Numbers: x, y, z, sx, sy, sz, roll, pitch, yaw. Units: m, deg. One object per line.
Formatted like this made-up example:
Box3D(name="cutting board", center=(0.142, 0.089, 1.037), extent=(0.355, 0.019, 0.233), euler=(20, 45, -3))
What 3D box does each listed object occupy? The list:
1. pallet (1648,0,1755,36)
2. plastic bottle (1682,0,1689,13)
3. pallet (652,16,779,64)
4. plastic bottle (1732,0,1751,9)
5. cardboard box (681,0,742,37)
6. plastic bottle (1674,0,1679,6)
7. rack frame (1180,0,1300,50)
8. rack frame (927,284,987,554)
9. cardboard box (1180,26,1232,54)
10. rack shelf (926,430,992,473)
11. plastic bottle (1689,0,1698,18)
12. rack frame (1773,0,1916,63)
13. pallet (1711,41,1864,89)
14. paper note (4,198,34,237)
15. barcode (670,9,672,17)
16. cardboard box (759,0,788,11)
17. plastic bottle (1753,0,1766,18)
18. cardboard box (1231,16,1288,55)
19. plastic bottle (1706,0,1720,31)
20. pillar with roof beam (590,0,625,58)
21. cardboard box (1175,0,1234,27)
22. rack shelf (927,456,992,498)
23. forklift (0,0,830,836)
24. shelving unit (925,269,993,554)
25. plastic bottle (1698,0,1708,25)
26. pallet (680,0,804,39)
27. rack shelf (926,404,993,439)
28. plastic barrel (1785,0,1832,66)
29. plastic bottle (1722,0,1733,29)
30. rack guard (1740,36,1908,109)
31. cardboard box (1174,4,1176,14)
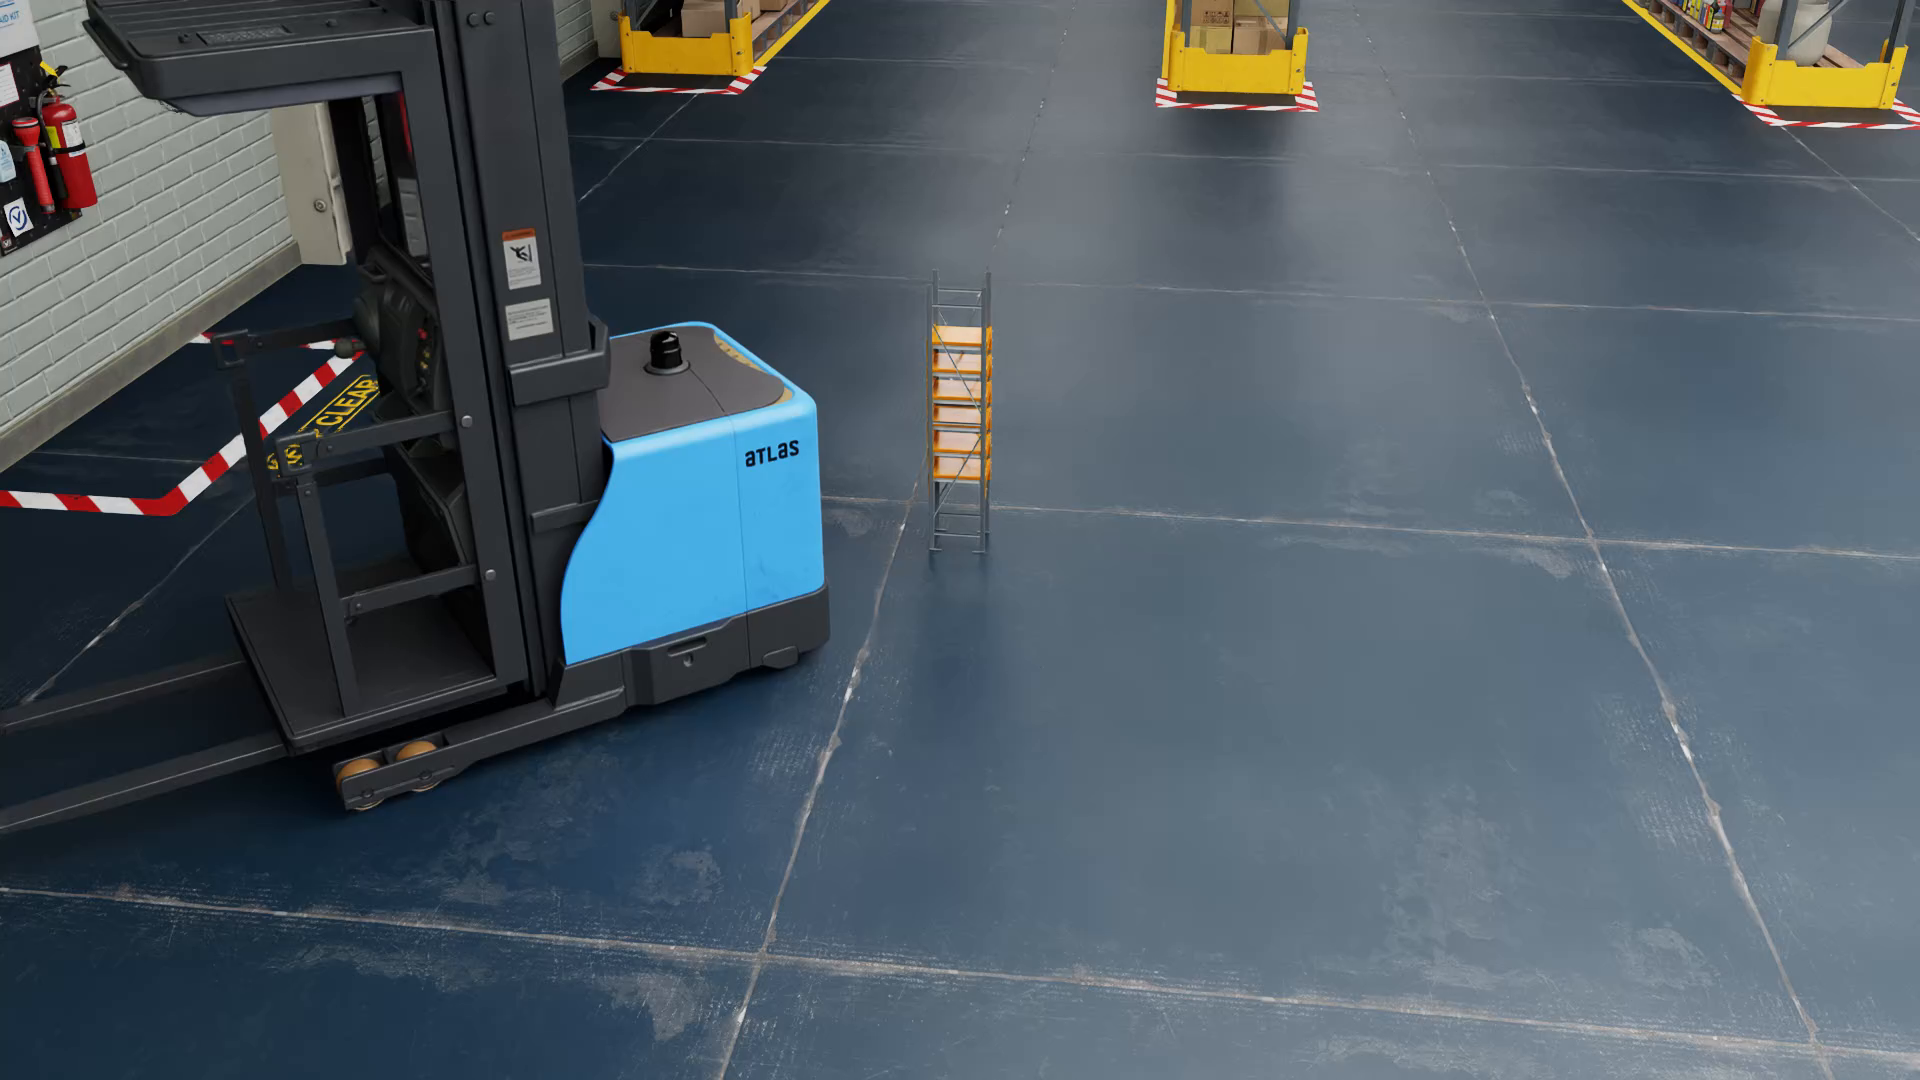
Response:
Box3D(name="pallet", center=(7.698, -5.361, 16.979), extent=(1.003, 0.211, 1.213), euler=(3, 28, 6))
Box3D(name="plastic bottle", center=(7.226, -5.381, 16.475), extent=(0.061, 0.283, 0.133), euler=(5, 29, 8))
Box3D(name="pallet", center=(-2.357, -4.784, 15.908), extent=(1.003, 0.211, 1.213), euler=(3, 28, 6))
Box3D(name="plastic bottle", center=(7.855, -5.484, 16.674), extent=(0.152, 0.276, 0.135), euler=(3, 28, 6))
Box3D(name="cardboard box", center=(-2.327, -4.926, 15.602), extent=(0.500, 0.311, 0.500), euler=(0, 28, 0))
Box3D(name="plastic bottle", center=(7.311, -5.574, 16.764), extent=(0.144, 0.351, 0.185), euler=(4, 29, 8))
Box3D(name="rack frame", center=(2.416, -5.310, 13.943), extent=(1.000, 3.000, 0.127), euler=(3, 28, 6))
Box3D(name="rack frame", center=(-0.013, -0.478, 6.873), extent=(0.240, 1.200, 0.006), euler=(3, 28, 6))
Box3D(name="cardboard box", center=(2.189, -4.554, 14.996), extent=(0.500, 0.250, 0.500), euler=(3, 28, 6))
Box3D(name="rack shelf", center=(-0.002, -0.377, 7.031), extent=(0.258, 0.103, 0.180), euler=(3, 28, 6))
Box3D(name="plastic bottle", center=(7.236, -5.285, 16.227), extent=(0.144, 0.351, 0.185), euler=(3, 28, 6))
Box3D(name="rack frame", center=(7.332, -5.020, 13.405), extent=(1.000, 3.000, 0.127), euler=(3, 28, 6))
Box3D(name="pallet", center=(7.399, -4.213, 14.847), extent=(1.003, 0.211, 1.213), euler=(3, 28, 6))
Box3D(name="paper note", center=(-4.439, -1.523, 7.843), extent=(0.016, 0.148, 0.142), euler=(3, 28, 6))
Box3D(name="barcode", center=(-2.721, -4.962, 15.659), extent=(0.001, 0.075, 0.075), euler=(3, 28, 6))
Box3D(name="cardboard box", center=(-2.117, -5.620, 16.691), extent=(0.700, 0.500, 0.500), euler=(2, 28, 3))
Box3D(name="plastic bottle", center=(7.836, -5.268, 16.266), extent=(0.061, 0.283, 0.133), euler=(3, 28, 6))
Box3D(name="cardboard box", center=(2.703, -4.523, 14.940), extent=(0.500, 0.250, 0.500), euler=(3, 28, 6))
Box3D(name="plastic bottle", center=(7.118, -4.964, 15.701), extent=(0.061, 0.283, 0.133), euler=(4, 29, 7))
Box3D(name="pillar with roof beam", center=(0.999, -8.366, 13.292), extent=(9.100, 9.000, 0.400), euler=(3, 28, 6))
Box3D(name="cardboard box", center=(2.187, -4.884, 14.818), extent=(0.500, 0.500, 0.500), euler=(3, 28, 6))
Box3D(name="rack shelf", center=(-0.002, -0.271, 7.088), extent=(0.258, 0.103, 0.180), euler=(3, 28, 6))
Box3D(name="forklift", center=(-2.023, -0.673, 5.409), extent=(3.031, 2.935, 1.130), euler=(-16, 32, -28))
Box3D(name="shelving unit", center=(-0.002, -0.521, 6.953), extent=(0.258, 1.200, 0.189), euler=(3, 28, 6))
Box3D(name="plastic bottle", center=(7.197, -5.087, 15.937), extent=(0.152, 0.276, 0.135), euler=(3, 28, 5))
Box3D(name="pallet", center=(-2.205, -5.357, 16.971), extent=(1.003, 0.211, 1.213), euler=(3, 28, 6))
Box3D(name="rack shelf", center=(-0.002, -0.482, 6.974), extent=(0.258, 0.103, 0.180), euler=(3, 28, 6))
Box3D(name="plastic barrel", center=(7.337, -4.424, 14.479), extent=(0.421, 0.512, 0.421), euler=(0, 28, 0))
Box3D(name="plastic bottle", center=(7.285, -5.019, 15.803), extent=(0.061, 0.283, 0.133), euler=(3, 28, 6))
Box3D(name="rack guard", center=(7.294, -3.958, 14.070), extent=(1.175, 0.500, 0.348), euler=(3, 28, 6))
Box3D(name="cardboard box", center=(2.297, -5.025, 15.871), extent=(0.500, 0.250, 0.500), euler=(3, 28, 6))
